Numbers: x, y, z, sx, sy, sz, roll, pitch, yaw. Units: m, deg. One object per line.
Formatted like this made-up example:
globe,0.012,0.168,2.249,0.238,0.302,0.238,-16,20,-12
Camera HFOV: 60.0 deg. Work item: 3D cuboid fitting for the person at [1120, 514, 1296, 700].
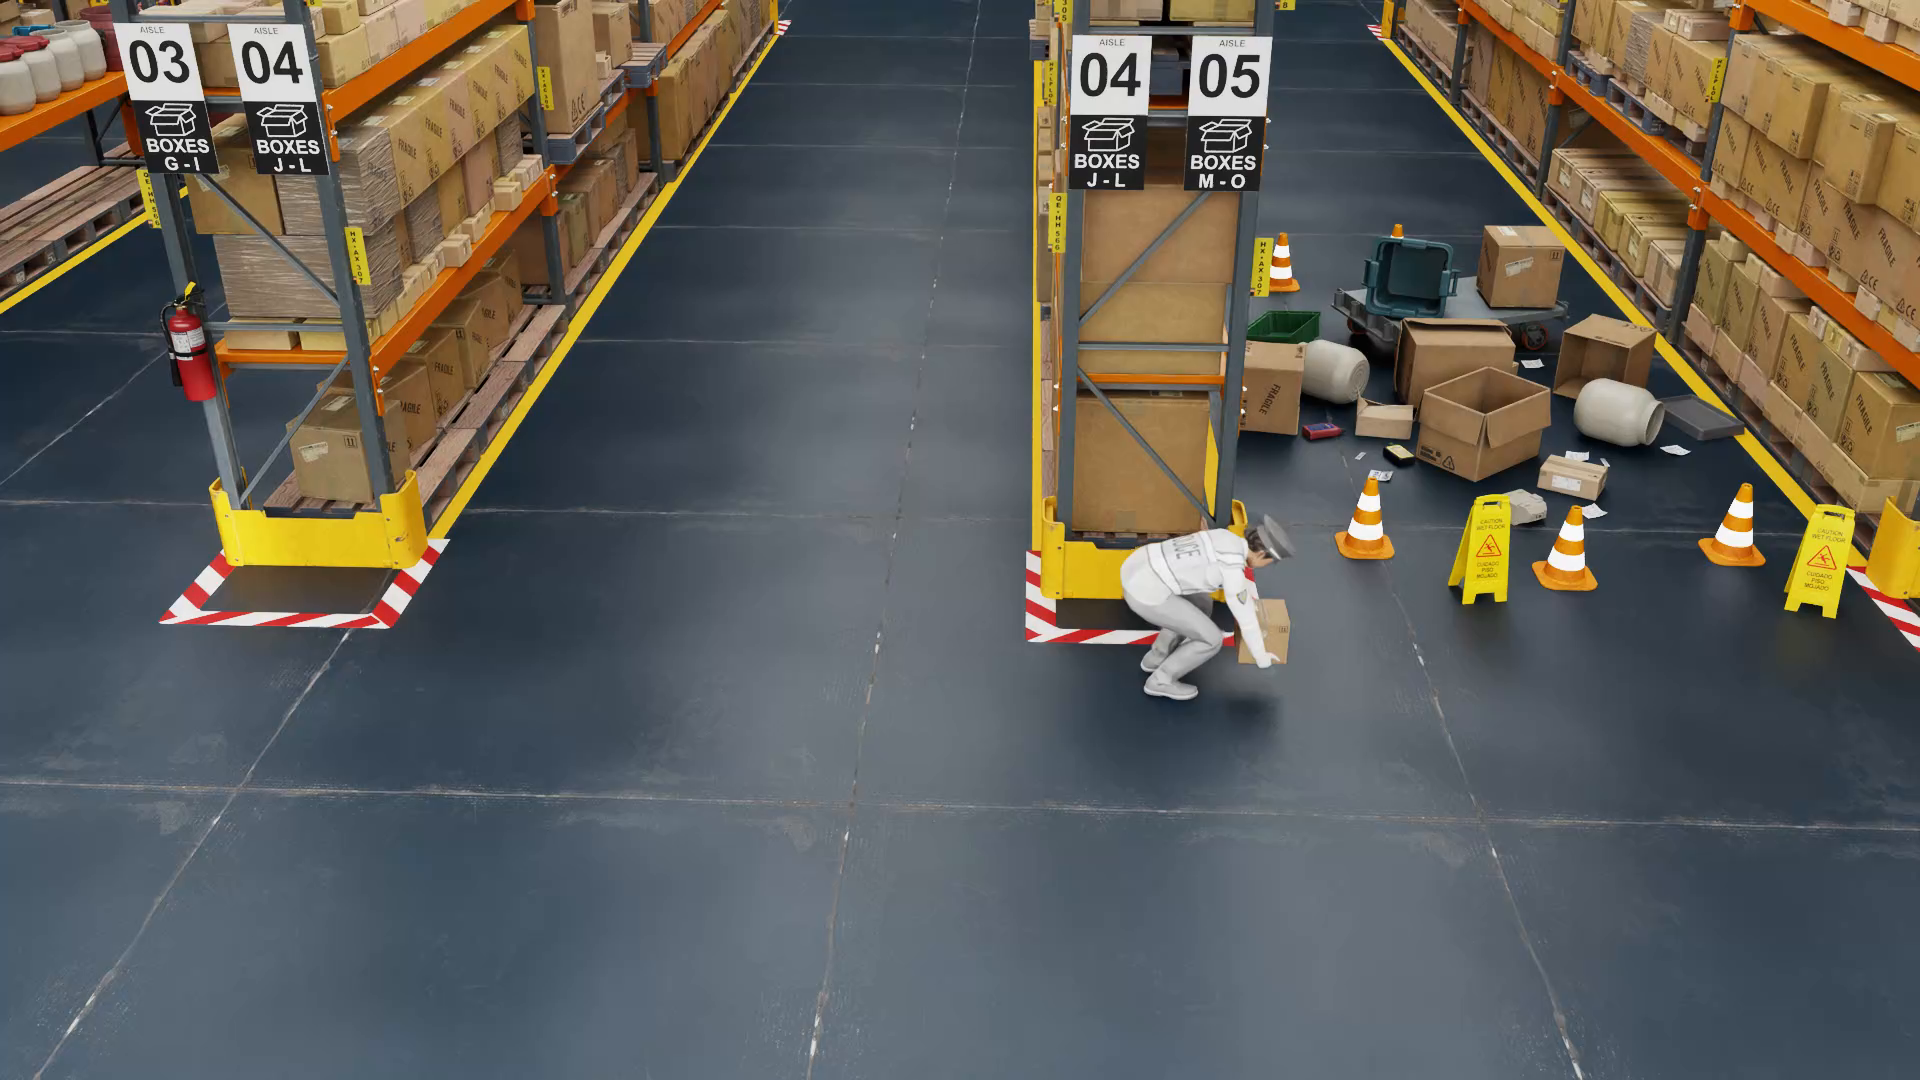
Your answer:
person,1.286,0.334,8.728,0.903,0.981,0.468,0,28,0
